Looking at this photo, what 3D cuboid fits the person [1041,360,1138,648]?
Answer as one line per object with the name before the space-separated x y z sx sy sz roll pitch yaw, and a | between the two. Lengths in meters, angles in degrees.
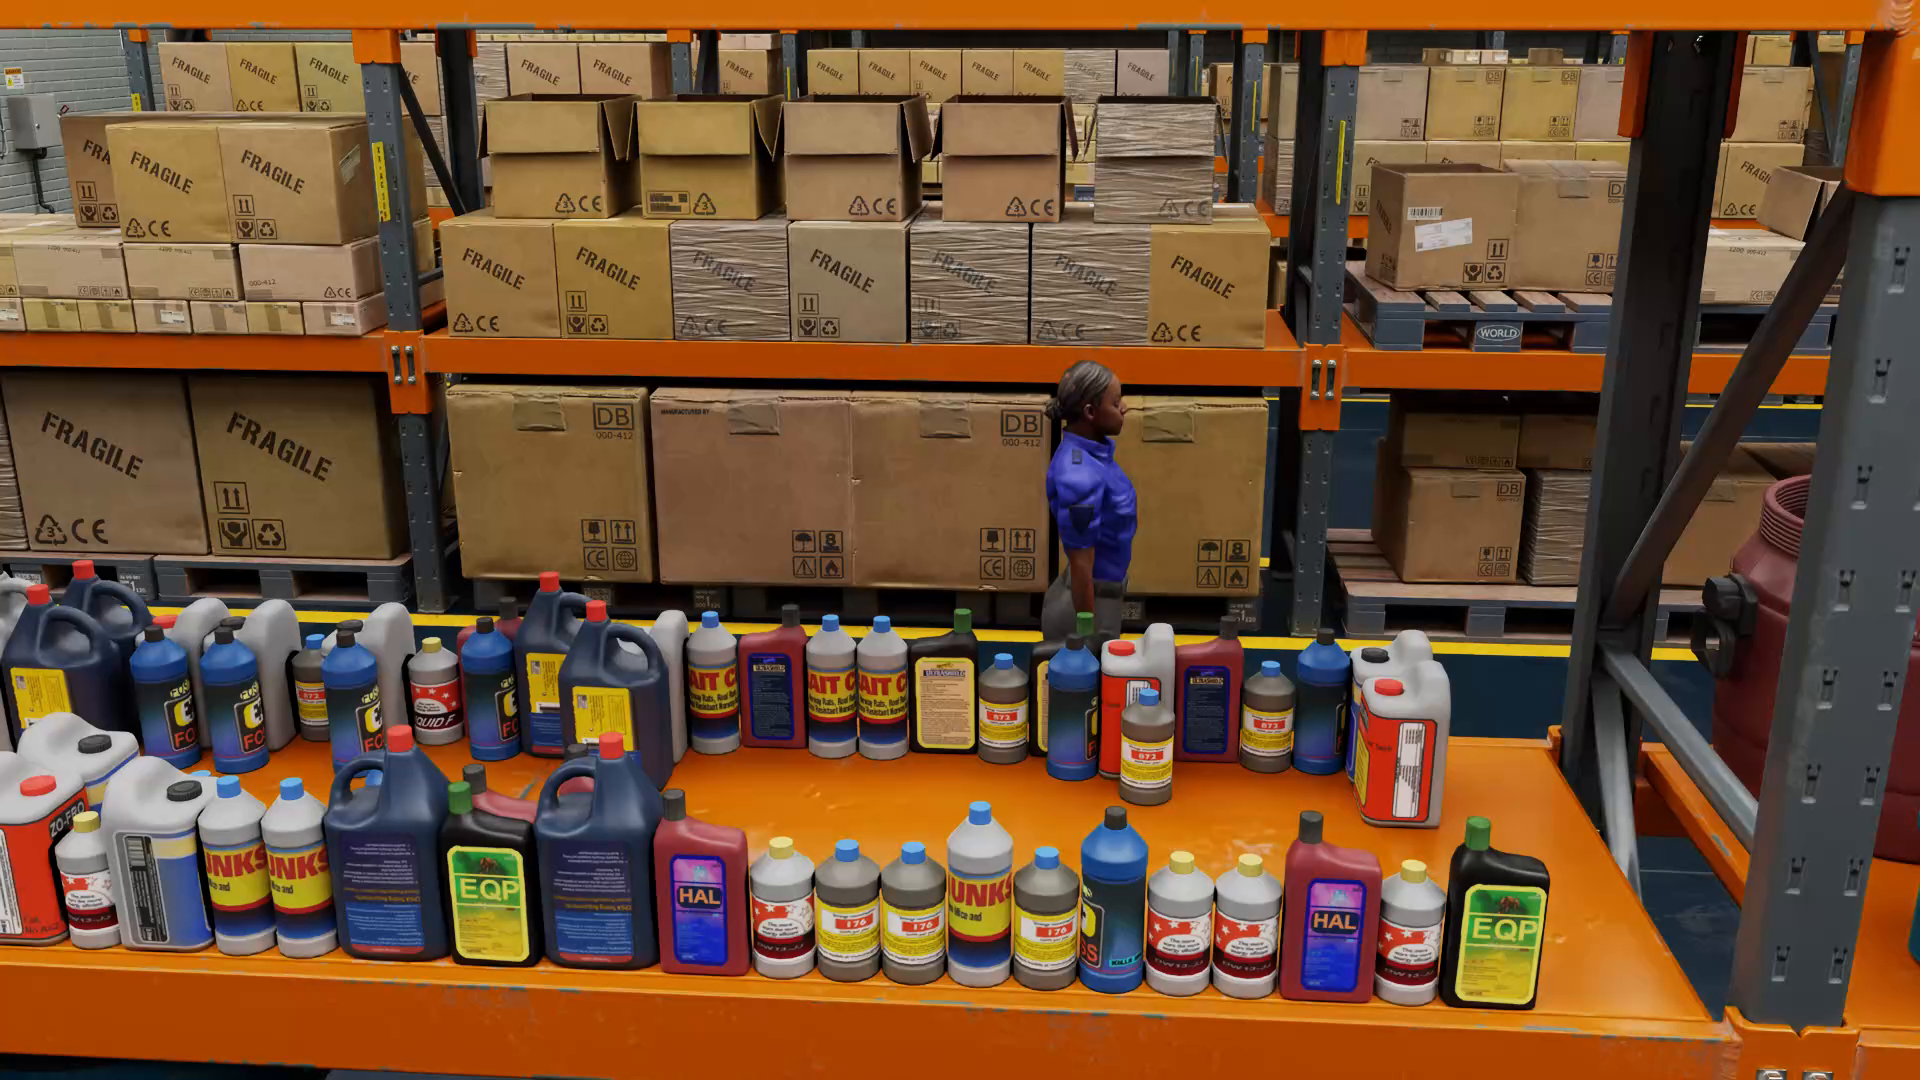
person | 0.403 0.257 5.266 0.299 1.673 0.429 2 18 5
